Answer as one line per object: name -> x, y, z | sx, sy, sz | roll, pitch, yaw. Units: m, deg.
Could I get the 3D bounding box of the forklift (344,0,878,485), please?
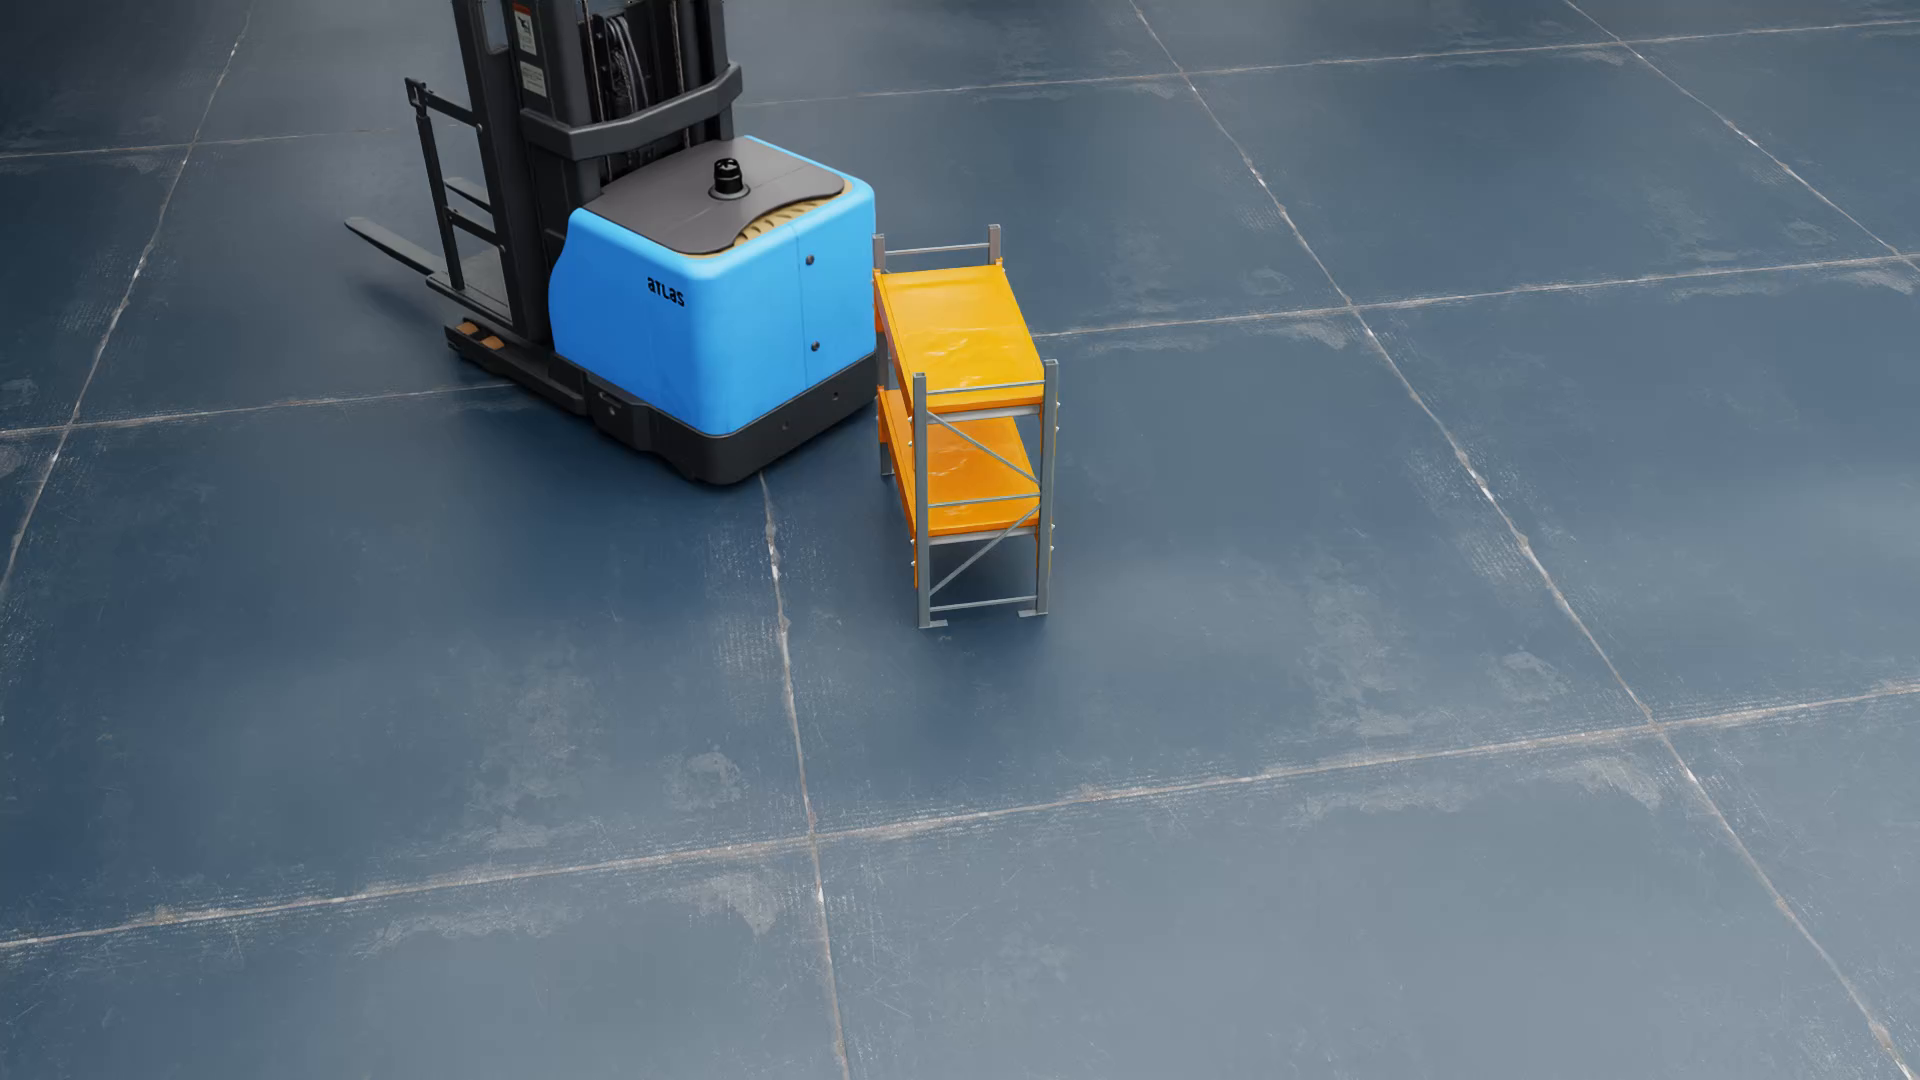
forklift -> -1.784, -2.155, 7.135 | 3.031, 2.935, 1.130 | 28, 46, 31

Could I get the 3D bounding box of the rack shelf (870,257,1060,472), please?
rack shelf -> -0.001, -0.679, 6.231 | 0.538, 0.278, 1.000 | -6, 38, -8

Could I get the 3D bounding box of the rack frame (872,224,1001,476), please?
rack frame -> -0.090, -0.755, 6.805 | 0.500, 1.125, 0.032 | -6, 38, -8

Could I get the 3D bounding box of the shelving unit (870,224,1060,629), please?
shelving unit -> -0.001, -0.448, 6.410 | 0.538, 1.125, 1.048 | -6, 38, -8

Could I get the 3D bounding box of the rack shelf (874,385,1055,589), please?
rack shelf -> -0.001, -0.255, 6.560 | 0.538, 0.278, 1.000 | -6, 38, -8

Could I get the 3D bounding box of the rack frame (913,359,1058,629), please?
rack frame -> 0.088, -0.141, 6.015 | 0.500, 1.125, 0.032 | -6, 38, -8
